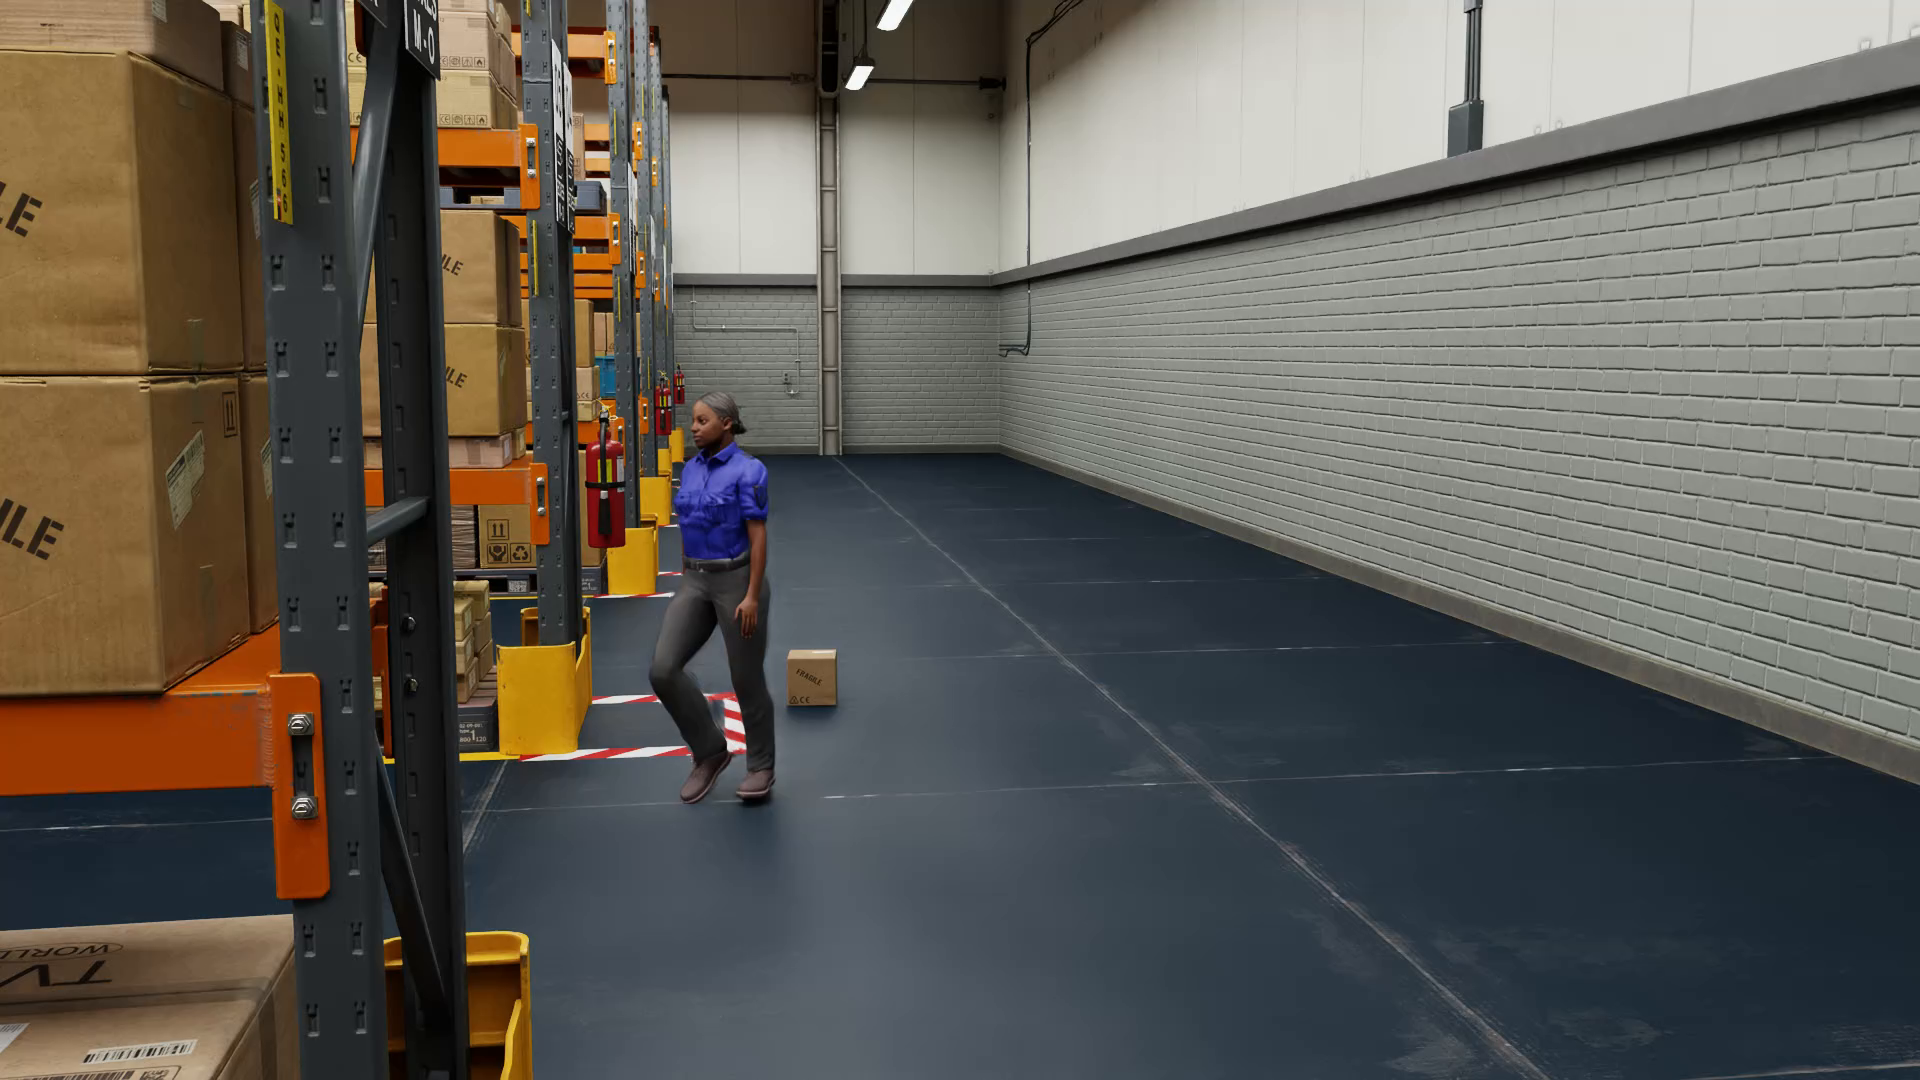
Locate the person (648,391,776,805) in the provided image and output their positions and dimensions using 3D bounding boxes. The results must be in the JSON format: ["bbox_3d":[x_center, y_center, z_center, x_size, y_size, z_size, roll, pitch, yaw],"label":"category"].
[{"bbox_3d":[-0.985,0.243,6.753,0.507,1.663,0.468,3,7,27],"label":"person"}]
